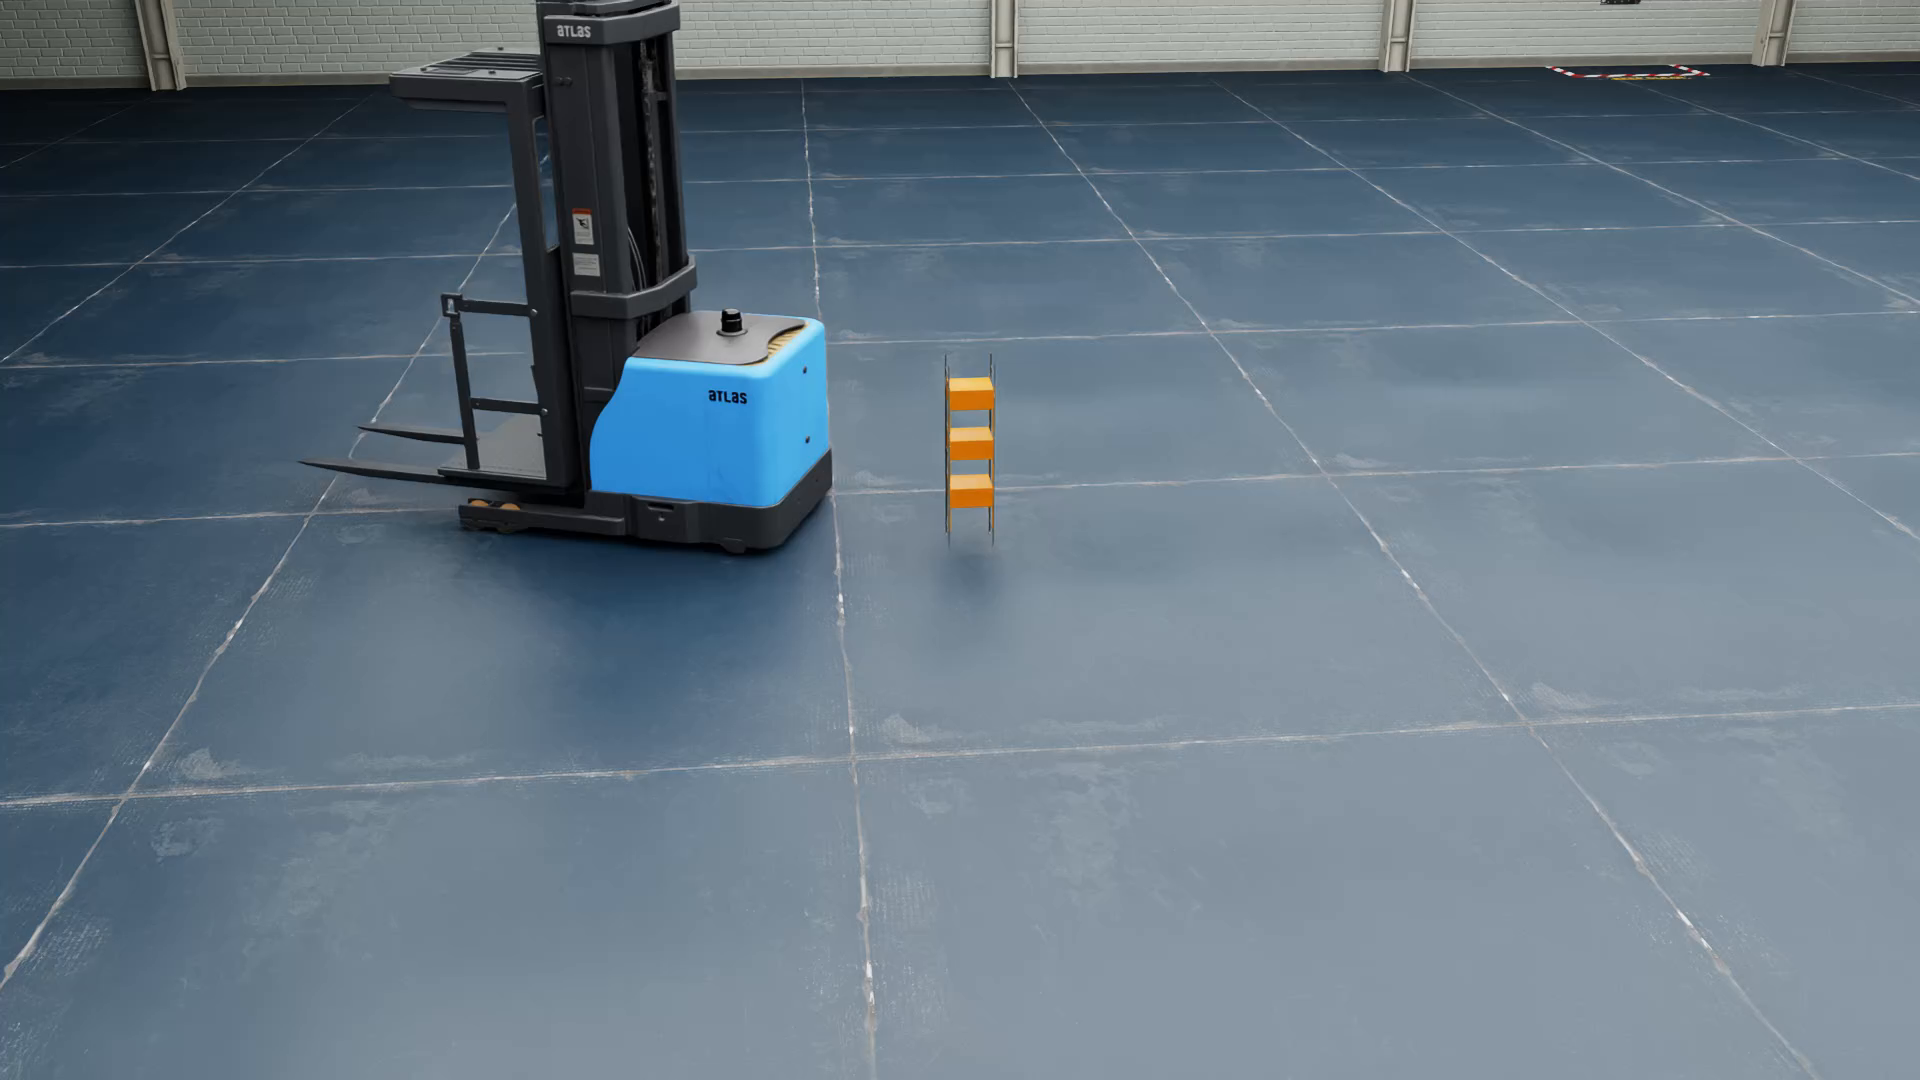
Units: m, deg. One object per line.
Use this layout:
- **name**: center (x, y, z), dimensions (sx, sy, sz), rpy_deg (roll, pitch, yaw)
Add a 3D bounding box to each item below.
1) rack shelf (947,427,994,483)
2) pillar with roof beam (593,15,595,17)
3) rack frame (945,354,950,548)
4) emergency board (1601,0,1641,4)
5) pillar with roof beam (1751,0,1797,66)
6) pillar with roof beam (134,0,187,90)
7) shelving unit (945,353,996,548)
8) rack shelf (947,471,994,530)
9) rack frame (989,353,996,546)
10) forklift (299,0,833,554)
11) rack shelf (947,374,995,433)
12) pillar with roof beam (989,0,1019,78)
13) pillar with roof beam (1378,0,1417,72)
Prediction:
- **rack shelf**: center (0.053, -0.472, 9.046), dimensions (0.240, 0.259, 0.215), rpy_deg (-2, 24, -5)
- **pillar with roof beam**: center (-4.904, -9.065, 18.565), dimensions (0.400, 9.000, 9.100), rpy_deg (-2, 24, -5)
- **rack frame**: center (-0.068, -0.477, 9.031), dimensions (0.008, 1.050, 0.200), rpy_deg (-2, 24, -5)
- **emergency board**: center (10.112, -8.706, 25.143), dimensions (0.626, 1.169, 0.157), rpy_deg (-2, 24, -5)
- **pillar with roof beam**: center (13.009, -9.783, 20.181), dimensions (0.400, 9.000, 9.100), rpy_deg (-2, 24, -5)
- **pillar with roof beam**: center (-10.875, -8.825, 18.026), dimensions (0.400, 9.000, 9.100), rpy_deg (-2, 24, -5)
- **shelving unit**: center (0.053, -0.482, 9.042), dimensions (0.252, 1.050, 0.215), rpy_deg (-2, 24, -5)
- **rack shelf**: center (0.053, -0.218, 9.159), dimensions (0.240, 0.259, 0.215), rpy_deg (-2, 24, -5)
- **rack frame**: center (0.175, -0.487, 9.053), dimensions (0.008, 1.050, 0.200), rpy_deg (-2, 24, -5)
- **forklift**: center (-2.326, -1.575, 9.185), dimensions (3.031, 2.935, 1.130), rpy_deg (6, 25, 13)
- **rack shelf**: center (0.053, -0.732, 8.931), dimensions (0.240, 0.259, 0.215), rpy_deg (-2, 24, -5)
- **pillar with roof beam**: center (1.067, -9.304, 19.103), dimensions (0.400, 9.000, 9.100), rpy_deg (-2, 24, -5)
- **pillar with roof beam**: center (7.038, -9.544, 19.642), dimensions (0.400, 9.000, 9.100), rpy_deg (-2, 24, -5)
